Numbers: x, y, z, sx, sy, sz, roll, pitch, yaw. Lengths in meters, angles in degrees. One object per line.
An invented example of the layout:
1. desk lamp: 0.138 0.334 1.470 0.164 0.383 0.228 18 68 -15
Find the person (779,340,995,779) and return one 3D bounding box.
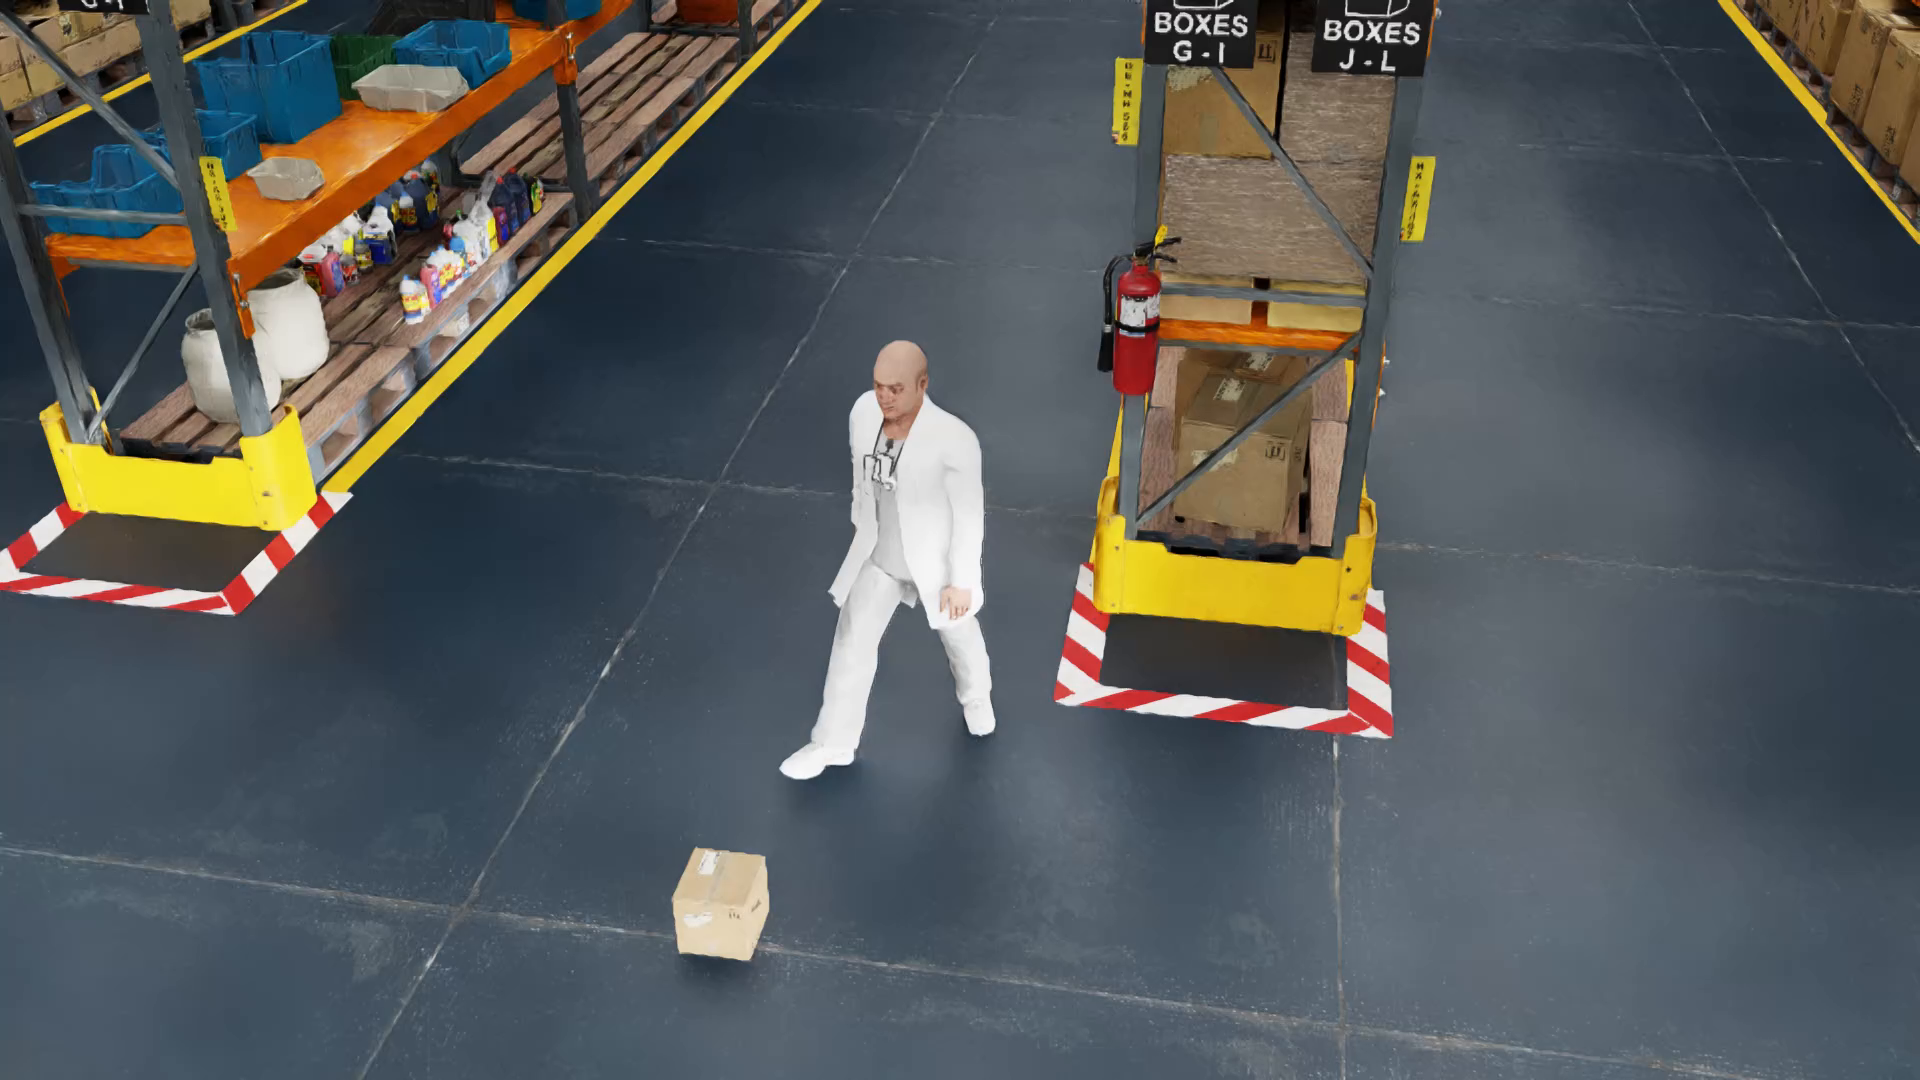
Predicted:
1. person: -0.216 0.071 6.036 0.625 1.738 0.973 17 36 25
